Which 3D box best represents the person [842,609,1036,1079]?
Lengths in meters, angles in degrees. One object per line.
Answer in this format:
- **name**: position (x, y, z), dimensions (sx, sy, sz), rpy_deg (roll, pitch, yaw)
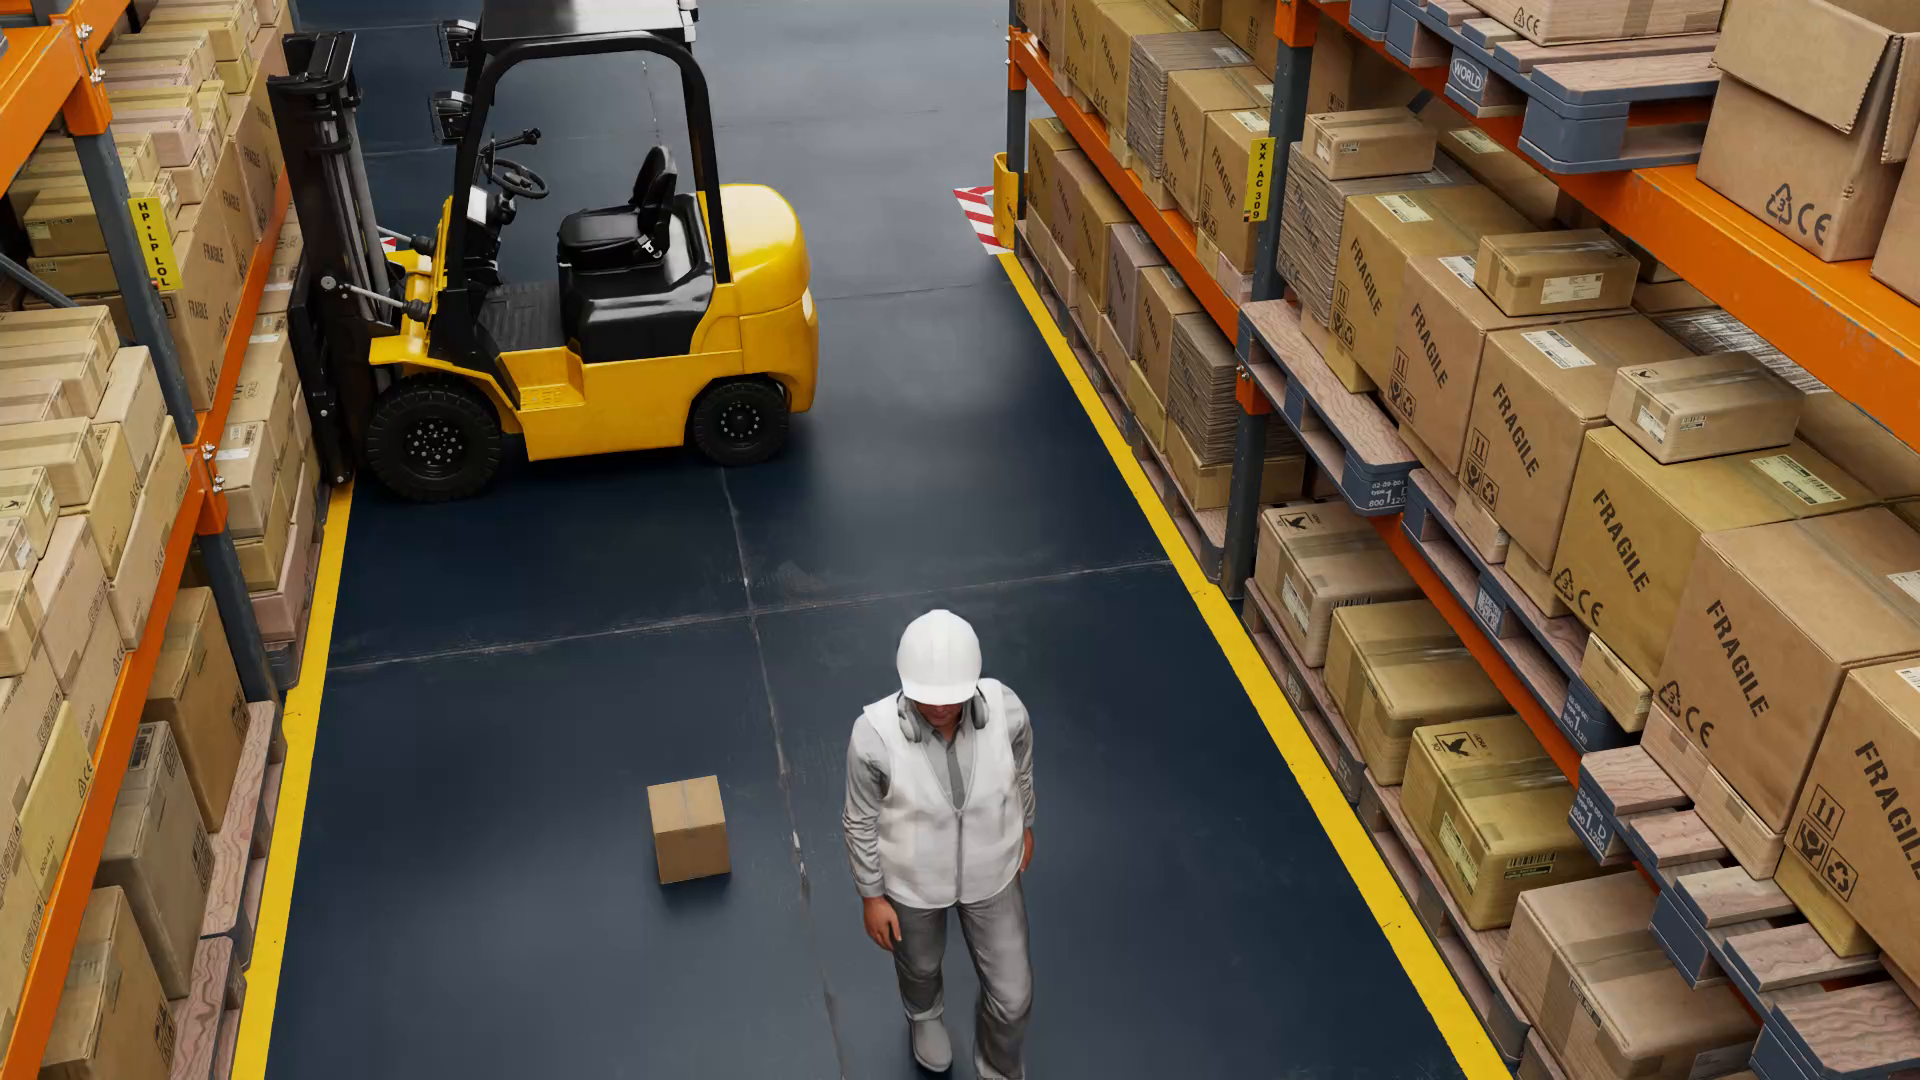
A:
- **person**: position (-0.037, 0.966, 4.731), dimensions (0.578, 1.841, 0.606), rpy_deg (-7, 35, -10)
